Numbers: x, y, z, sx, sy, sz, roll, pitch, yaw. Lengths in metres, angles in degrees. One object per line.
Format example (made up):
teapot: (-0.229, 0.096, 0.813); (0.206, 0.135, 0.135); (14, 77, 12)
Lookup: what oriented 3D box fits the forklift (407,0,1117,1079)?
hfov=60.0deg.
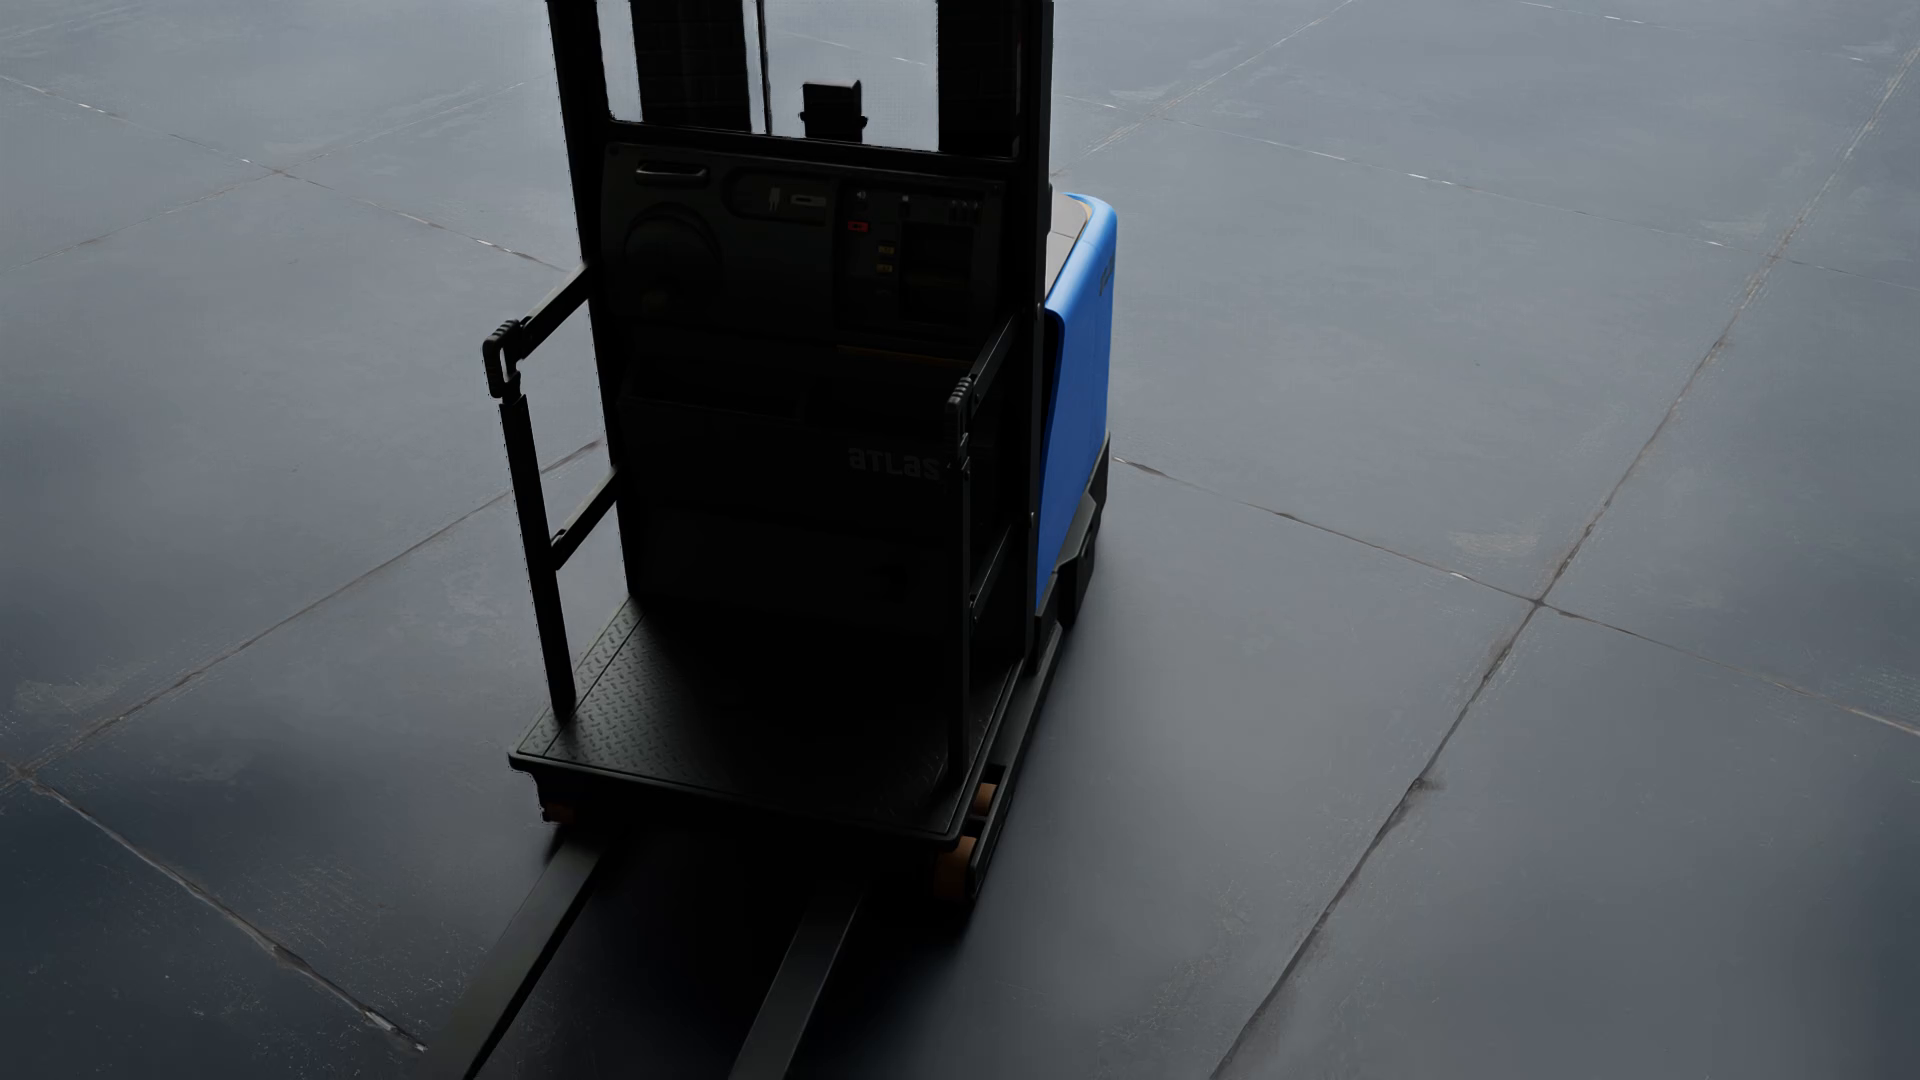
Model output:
forklift: (-0.412, -0.593, 3.510); (1.130, 2.935, 3.031); (9, 35, 13)
